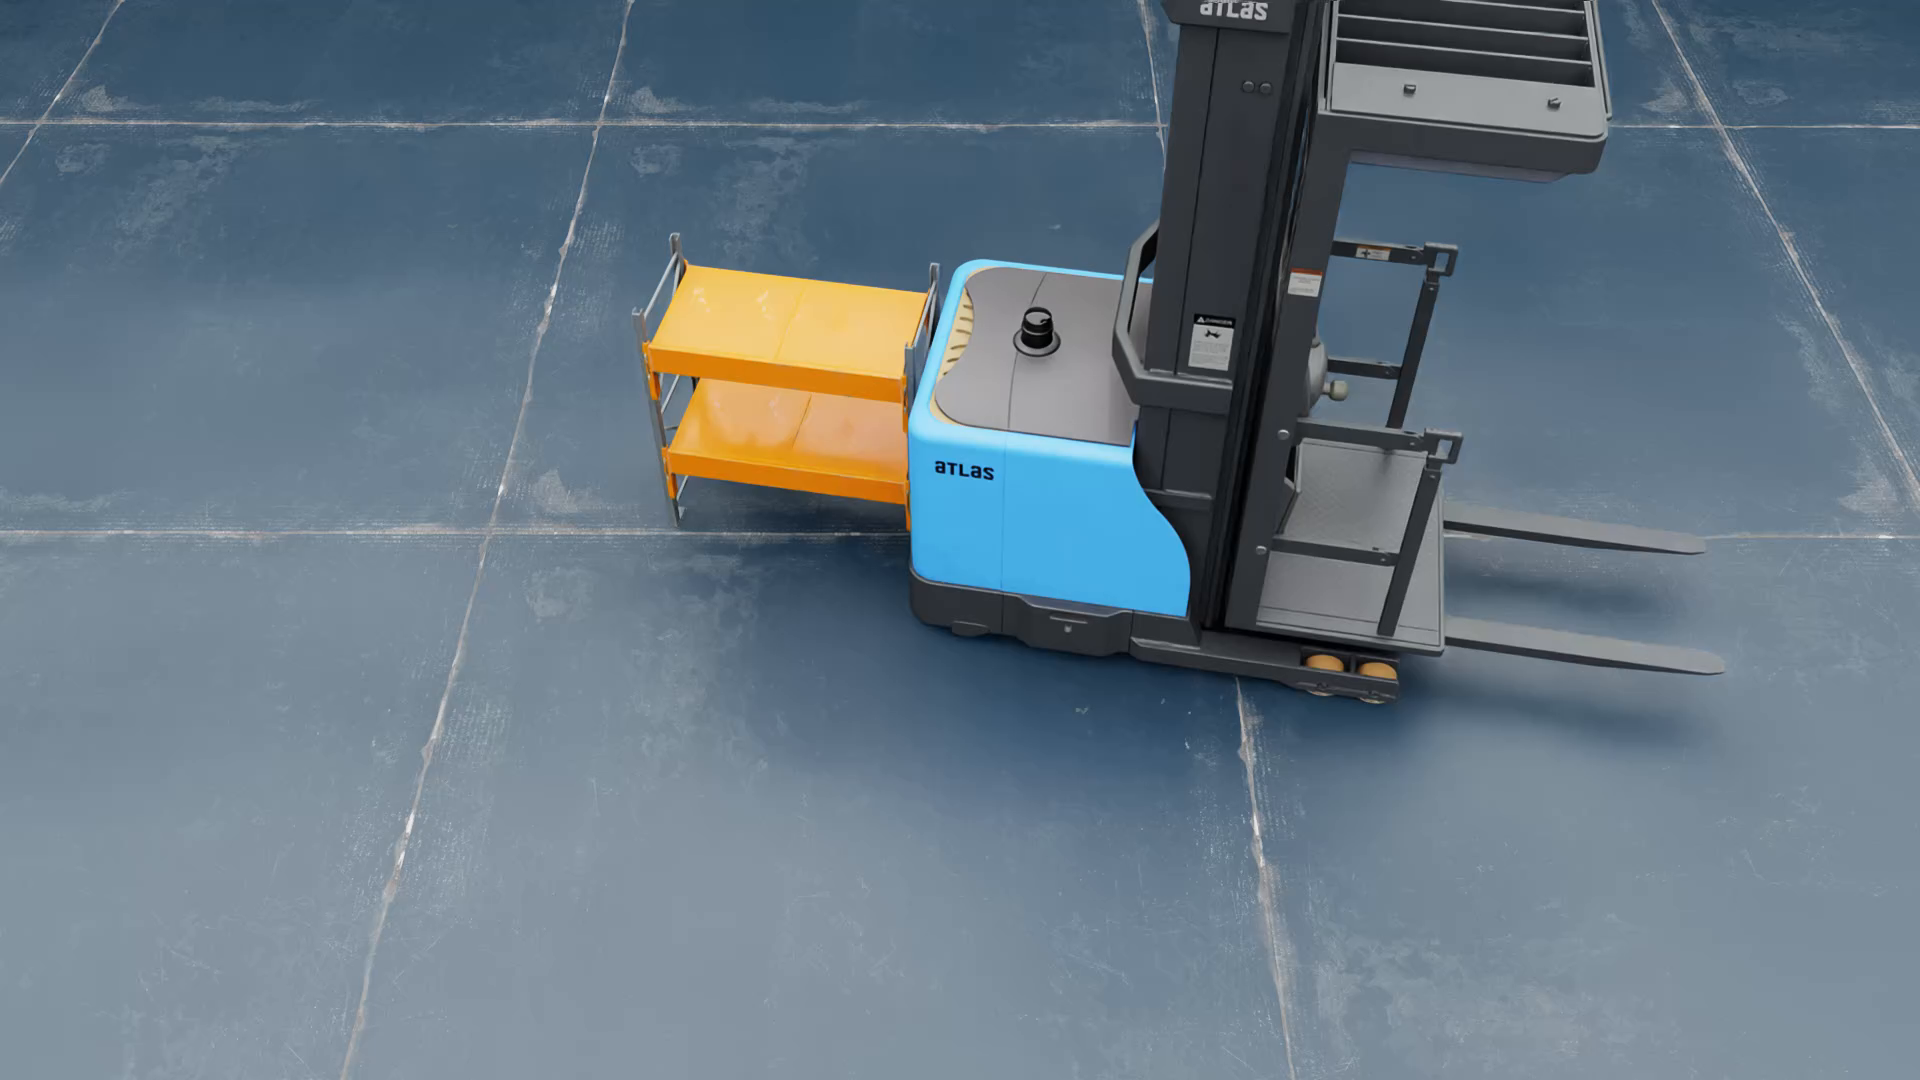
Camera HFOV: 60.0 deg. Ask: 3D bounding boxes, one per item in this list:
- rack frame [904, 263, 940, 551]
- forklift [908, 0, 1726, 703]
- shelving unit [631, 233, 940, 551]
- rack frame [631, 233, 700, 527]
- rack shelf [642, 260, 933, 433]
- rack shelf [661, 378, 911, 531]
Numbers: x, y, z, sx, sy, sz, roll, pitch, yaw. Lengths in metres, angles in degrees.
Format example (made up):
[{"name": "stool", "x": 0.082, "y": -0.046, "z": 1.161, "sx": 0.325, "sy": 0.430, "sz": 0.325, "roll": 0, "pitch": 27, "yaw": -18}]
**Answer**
[{"name": "rack frame", "x": -0.139, "y": -0.480, "z": 6.509, "sx": 0.032, "sy": 1.125, "sz": 0.500, "roll": 8, "pitch": 48, "yaw": 7}, {"name": "forklift", "x": 1.373, "y": -0.809, "z": 5.581, "sx": 3.031, "sy": 2.935, "sz": 1.130, "roll": 8, "pitch": 48, "yaw": 7}, {"name": "shelving unit", "x": -0.638, "y": -0.549, "z": 6.573, "sx": 1.048, "sy": 1.125, "sz": 0.538, "roll": 8, "pitch": 48, "yaw": 7}, {"name": "rack frame", "x": -1.138, "y": -0.618, "z": 6.637, "sx": 0.032, "sy": 1.125, "sz": 0.500, "roll": 8, "pitch": 48, "yaw": 7}, {"name": "rack shelf", "x": -0.638, "y": -0.748, "z": 6.359, "sx": 1.000, "sy": 0.278, "sz": 0.538, "roll": 8, "pitch": 48, "yaw": 7}, {"name": "rack shelf", "x": -0.638, "y": -0.382, "z": 6.752, "sx": 1.000, "sy": 0.278, "sz": 0.538, "roll": 8, "pitch": 48, "yaw": 7}]
